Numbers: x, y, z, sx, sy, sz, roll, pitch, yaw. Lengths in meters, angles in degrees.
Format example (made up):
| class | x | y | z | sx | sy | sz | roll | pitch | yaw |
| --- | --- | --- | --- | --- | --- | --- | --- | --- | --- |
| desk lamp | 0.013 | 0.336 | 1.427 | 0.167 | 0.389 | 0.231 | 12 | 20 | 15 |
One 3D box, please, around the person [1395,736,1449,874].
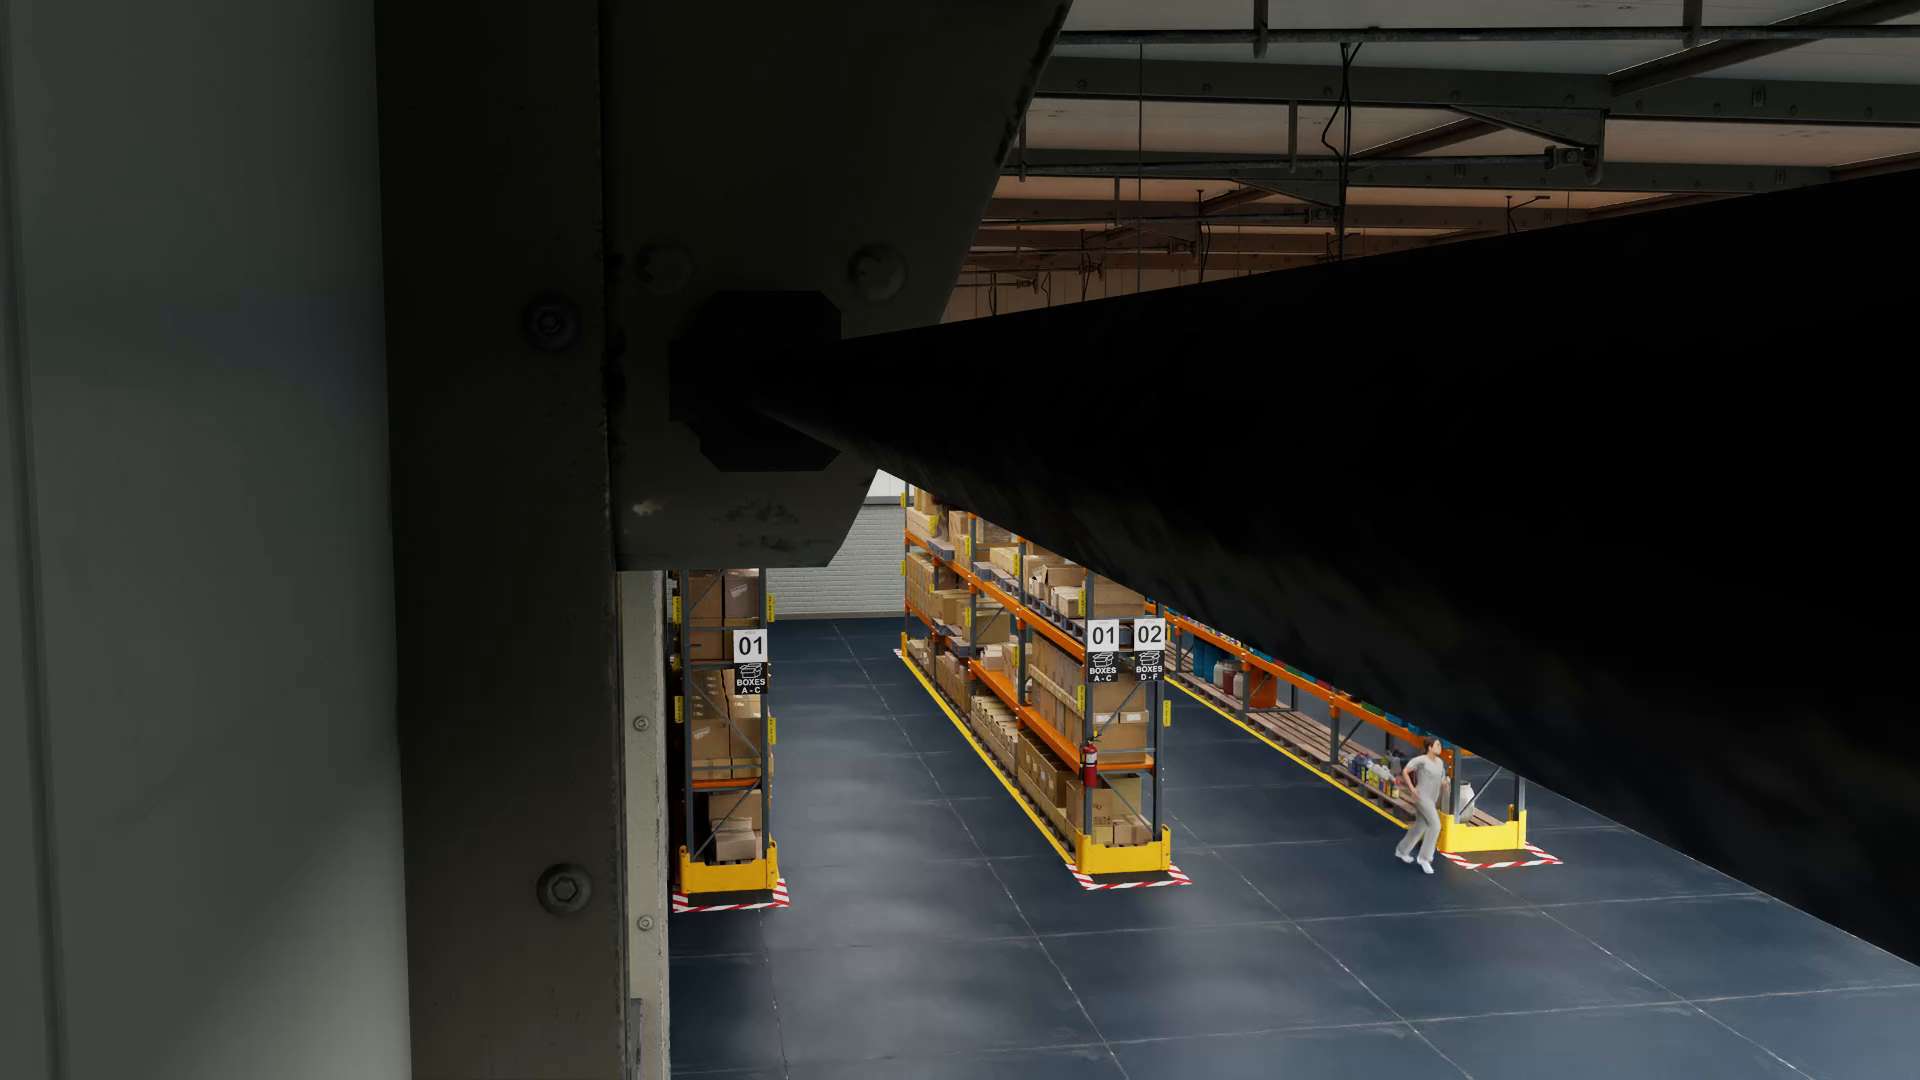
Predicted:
| class | x | y | z | sx | sy | sz | roll | pitch | yaw |
| --- | --- | --- | --- | --- | --- | --- | --- | --- | --- |
| person | 5.916 | 3.331 | 21.145 | 0.576 | 1.701 | 0.673 | -6 | 8 | -44 |
